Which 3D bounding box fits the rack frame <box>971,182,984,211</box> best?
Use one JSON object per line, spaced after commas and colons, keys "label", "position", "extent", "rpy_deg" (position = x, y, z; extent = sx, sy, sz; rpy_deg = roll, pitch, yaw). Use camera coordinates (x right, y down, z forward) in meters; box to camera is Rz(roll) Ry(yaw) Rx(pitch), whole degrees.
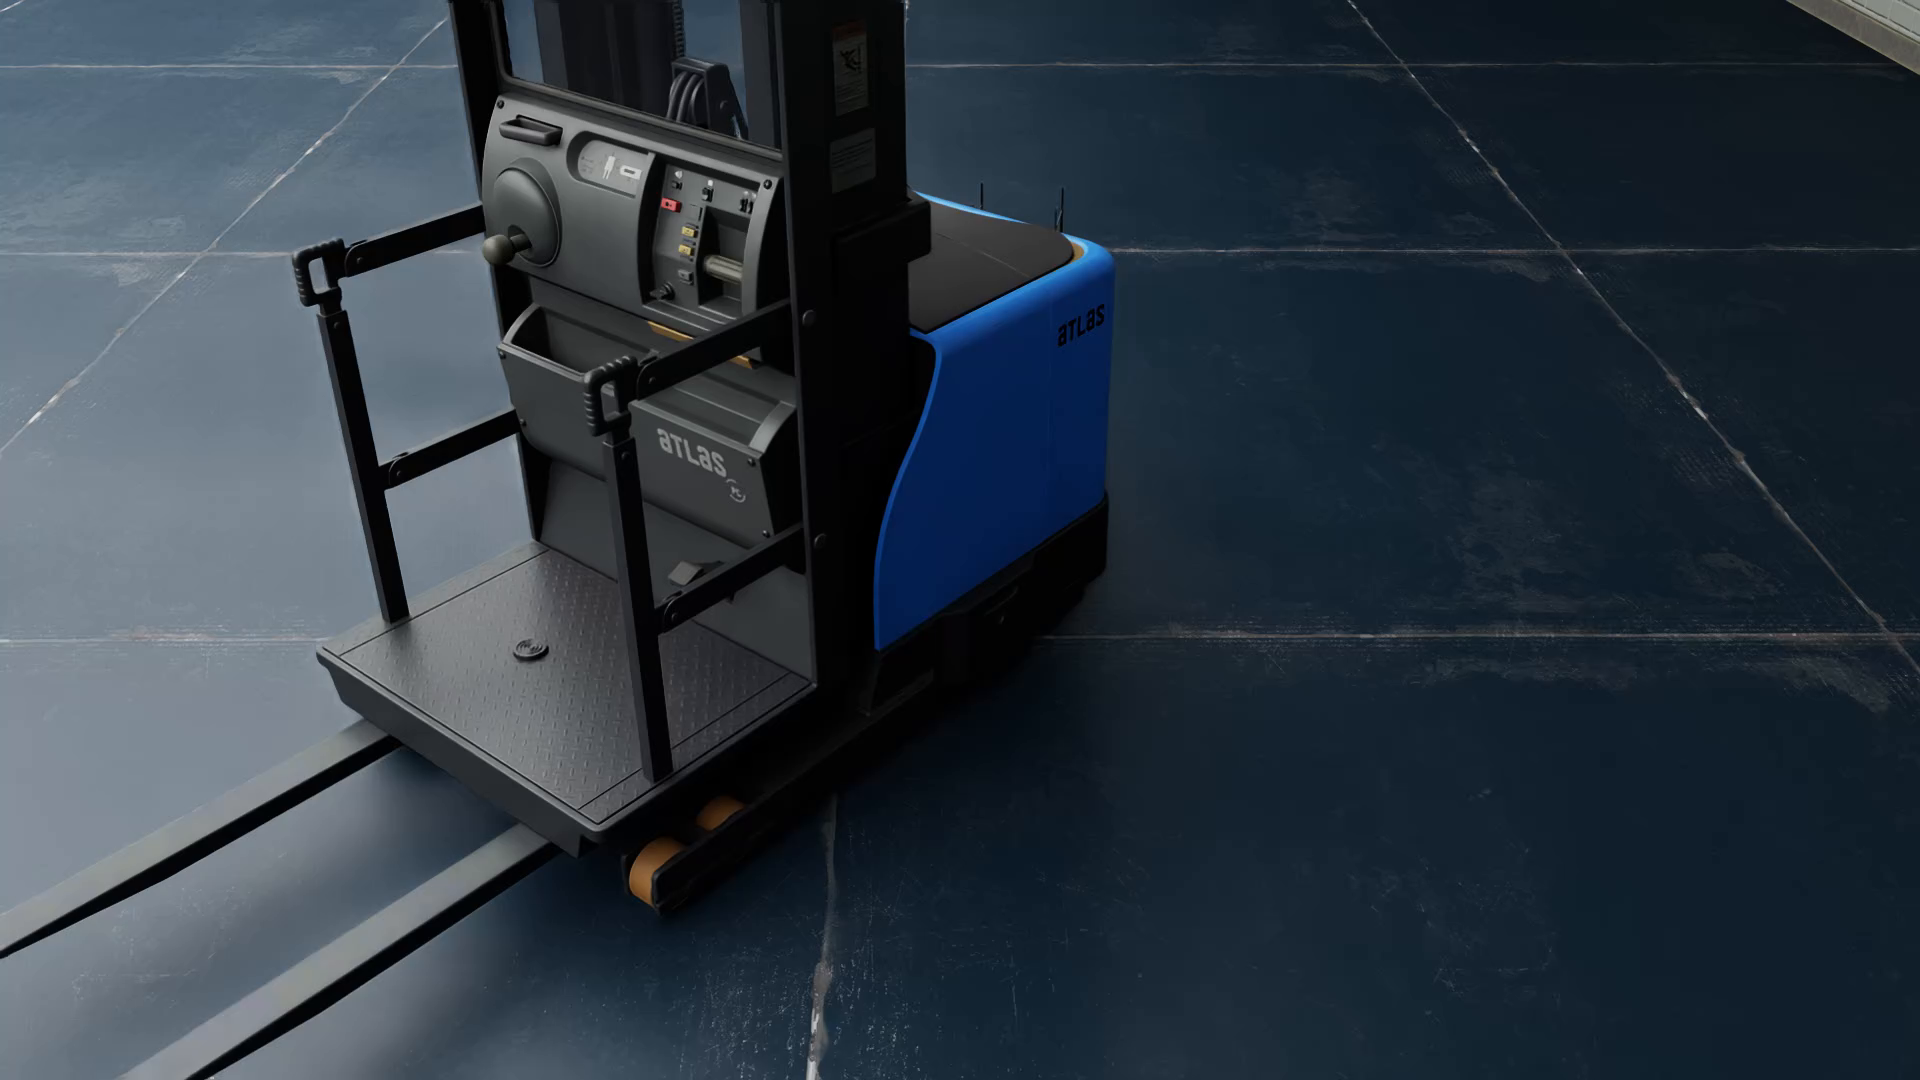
{"label": "rack frame", "position": [0.051, -0.578, 5.190], "extent": [0.008, 1.050, 0.200], "rpy_deg": [5, 32, 8]}

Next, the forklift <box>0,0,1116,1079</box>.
{"label": "forklift", "position": [-0.885, -0.692, 3.566], "extent": [1.130, 2.935, 3.031], "rpy_deg": [23, 38, 33]}

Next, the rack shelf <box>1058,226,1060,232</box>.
{"label": "rack shelf", "position": [0.172, -0.800, 5.031], "extent": [0.240, 0.259, 0.215], "rpy_deg": [5, 32, 8]}

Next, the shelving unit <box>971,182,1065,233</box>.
{"label": "shelving unit", "position": [0.172, -0.567, 5.172], "extent": [0.252, 1.050, 0.215], "rpy_deg": [5, 32, 8]}

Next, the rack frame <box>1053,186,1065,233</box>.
{"label": "rack frame", "position": [0.292, -0.556, 5.155], "extent": [0.008, 1.050, 0.200], "rpy_deg": [5, 32, 8]}
